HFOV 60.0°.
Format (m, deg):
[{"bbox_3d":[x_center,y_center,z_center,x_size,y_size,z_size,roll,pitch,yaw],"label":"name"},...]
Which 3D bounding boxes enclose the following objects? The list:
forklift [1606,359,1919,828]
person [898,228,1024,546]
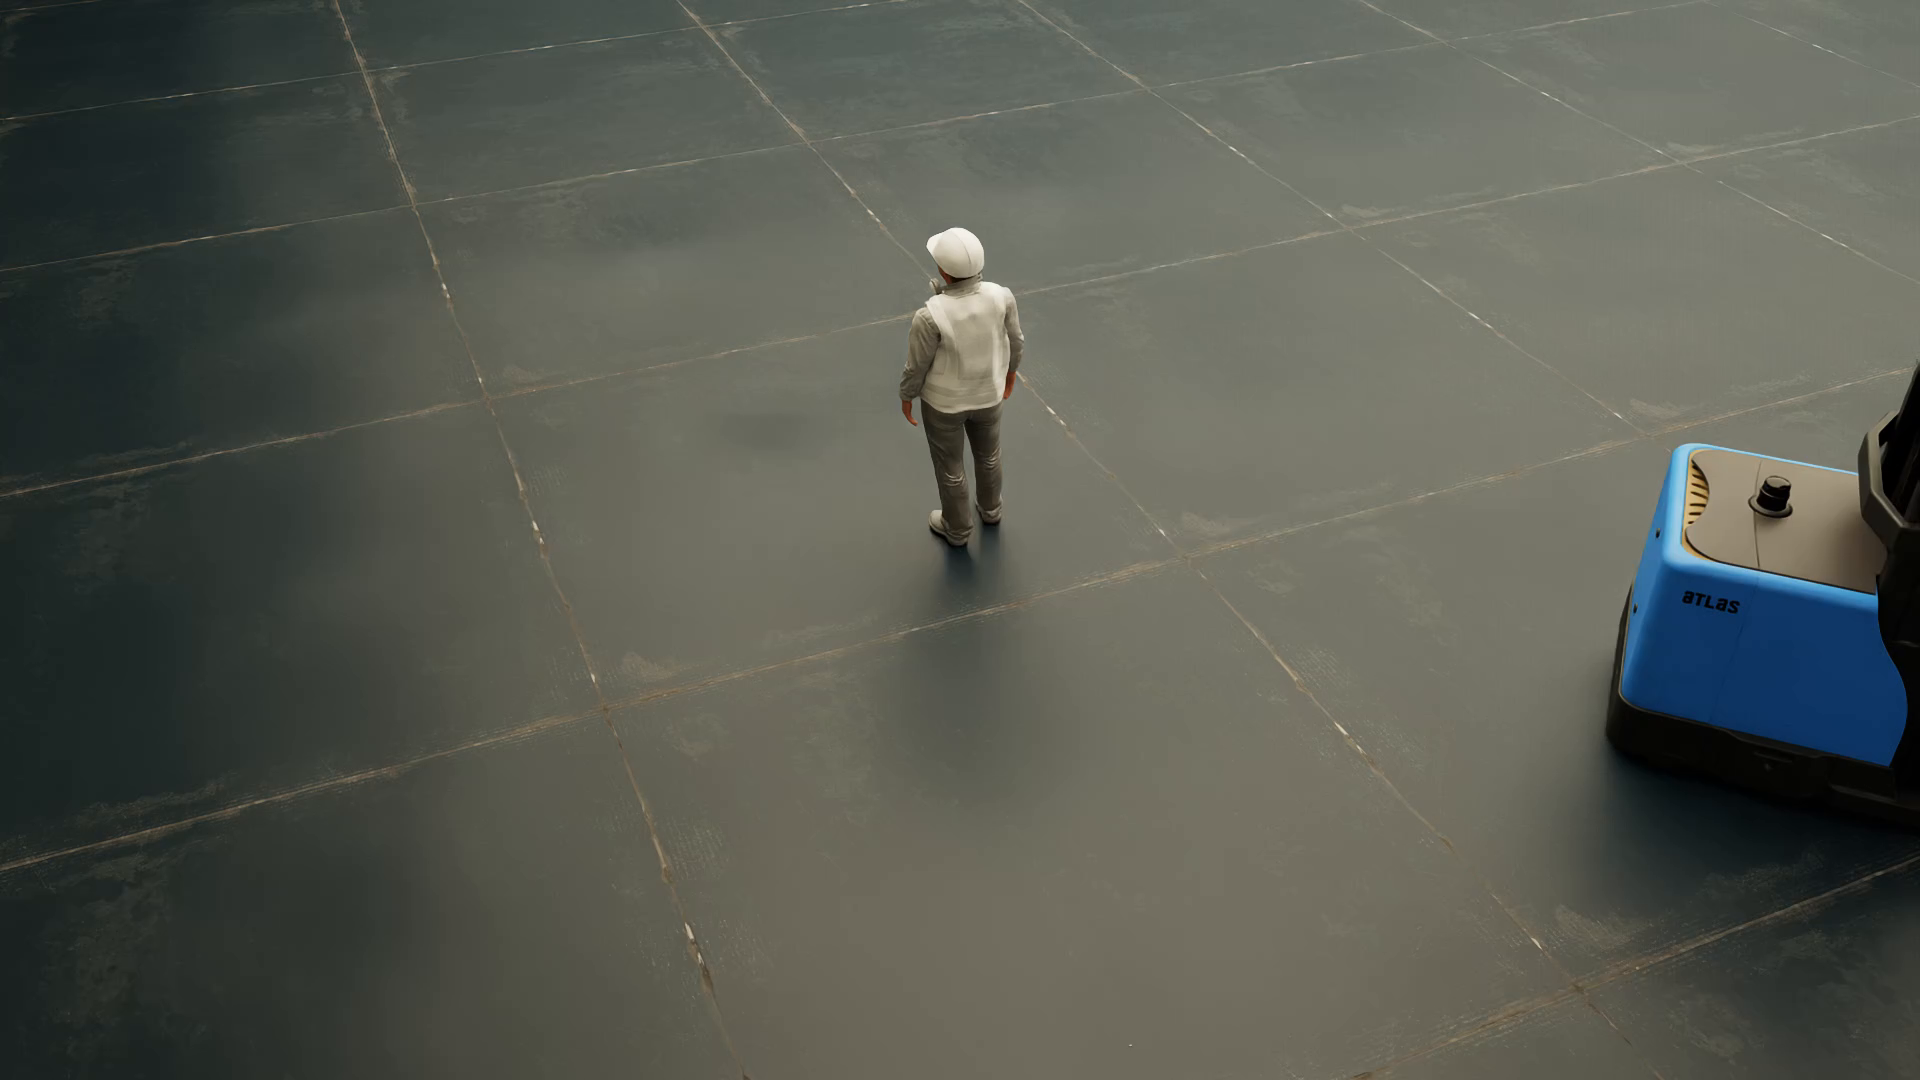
[{"bbox_3d":[4.404,-0.190,6.366,3.031,2.935,1.130,13,38,18],"label":"forklift"},{"bbox_3d":[-0.018,-0.764,8.159,0.634,1.775,0.566,-14,38,-19],"label":"person"}]
